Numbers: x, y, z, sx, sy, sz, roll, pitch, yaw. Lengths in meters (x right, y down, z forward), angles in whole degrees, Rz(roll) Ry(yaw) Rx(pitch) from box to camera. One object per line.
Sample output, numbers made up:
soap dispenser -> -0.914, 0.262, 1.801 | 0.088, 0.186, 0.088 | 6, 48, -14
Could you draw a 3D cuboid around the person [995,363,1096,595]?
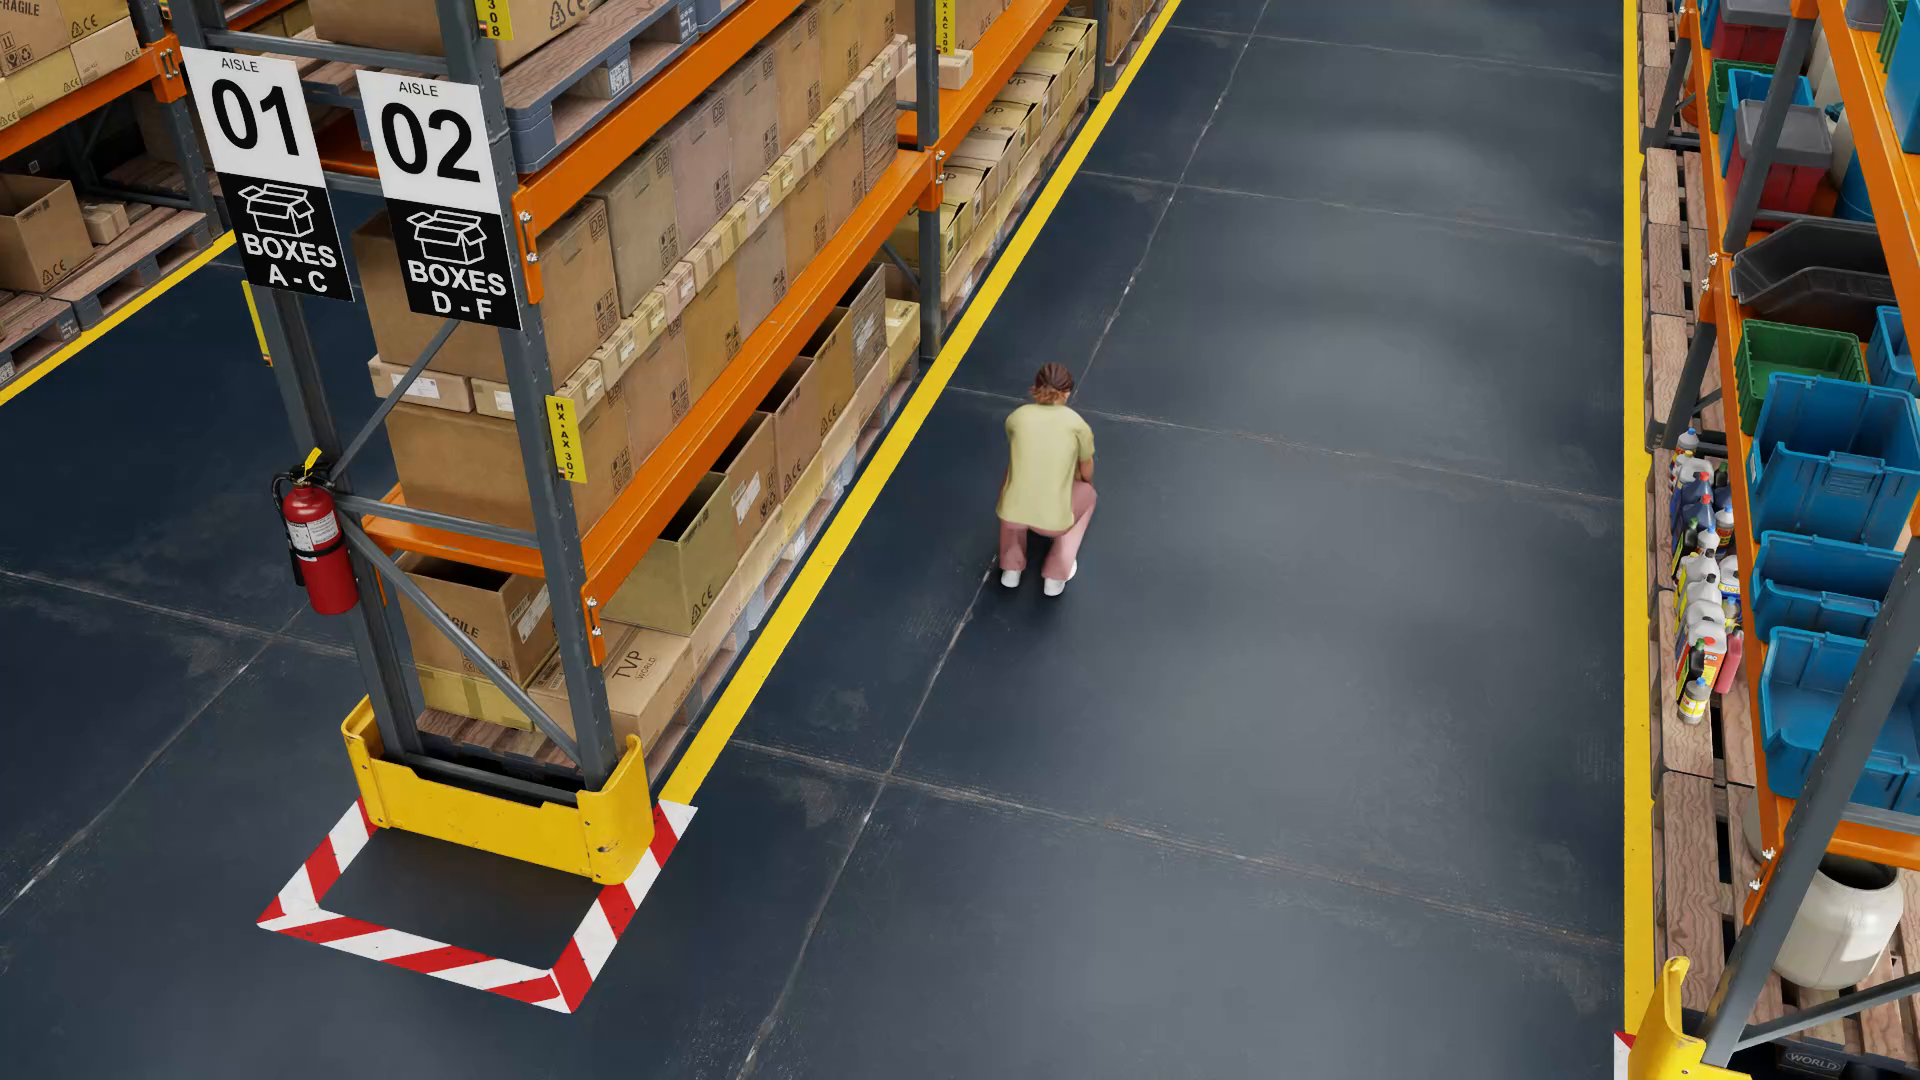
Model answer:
person -> 0.407, -0.284, 7.889 | 0.459, 0.930, 0.830 | 10, 38, 13
